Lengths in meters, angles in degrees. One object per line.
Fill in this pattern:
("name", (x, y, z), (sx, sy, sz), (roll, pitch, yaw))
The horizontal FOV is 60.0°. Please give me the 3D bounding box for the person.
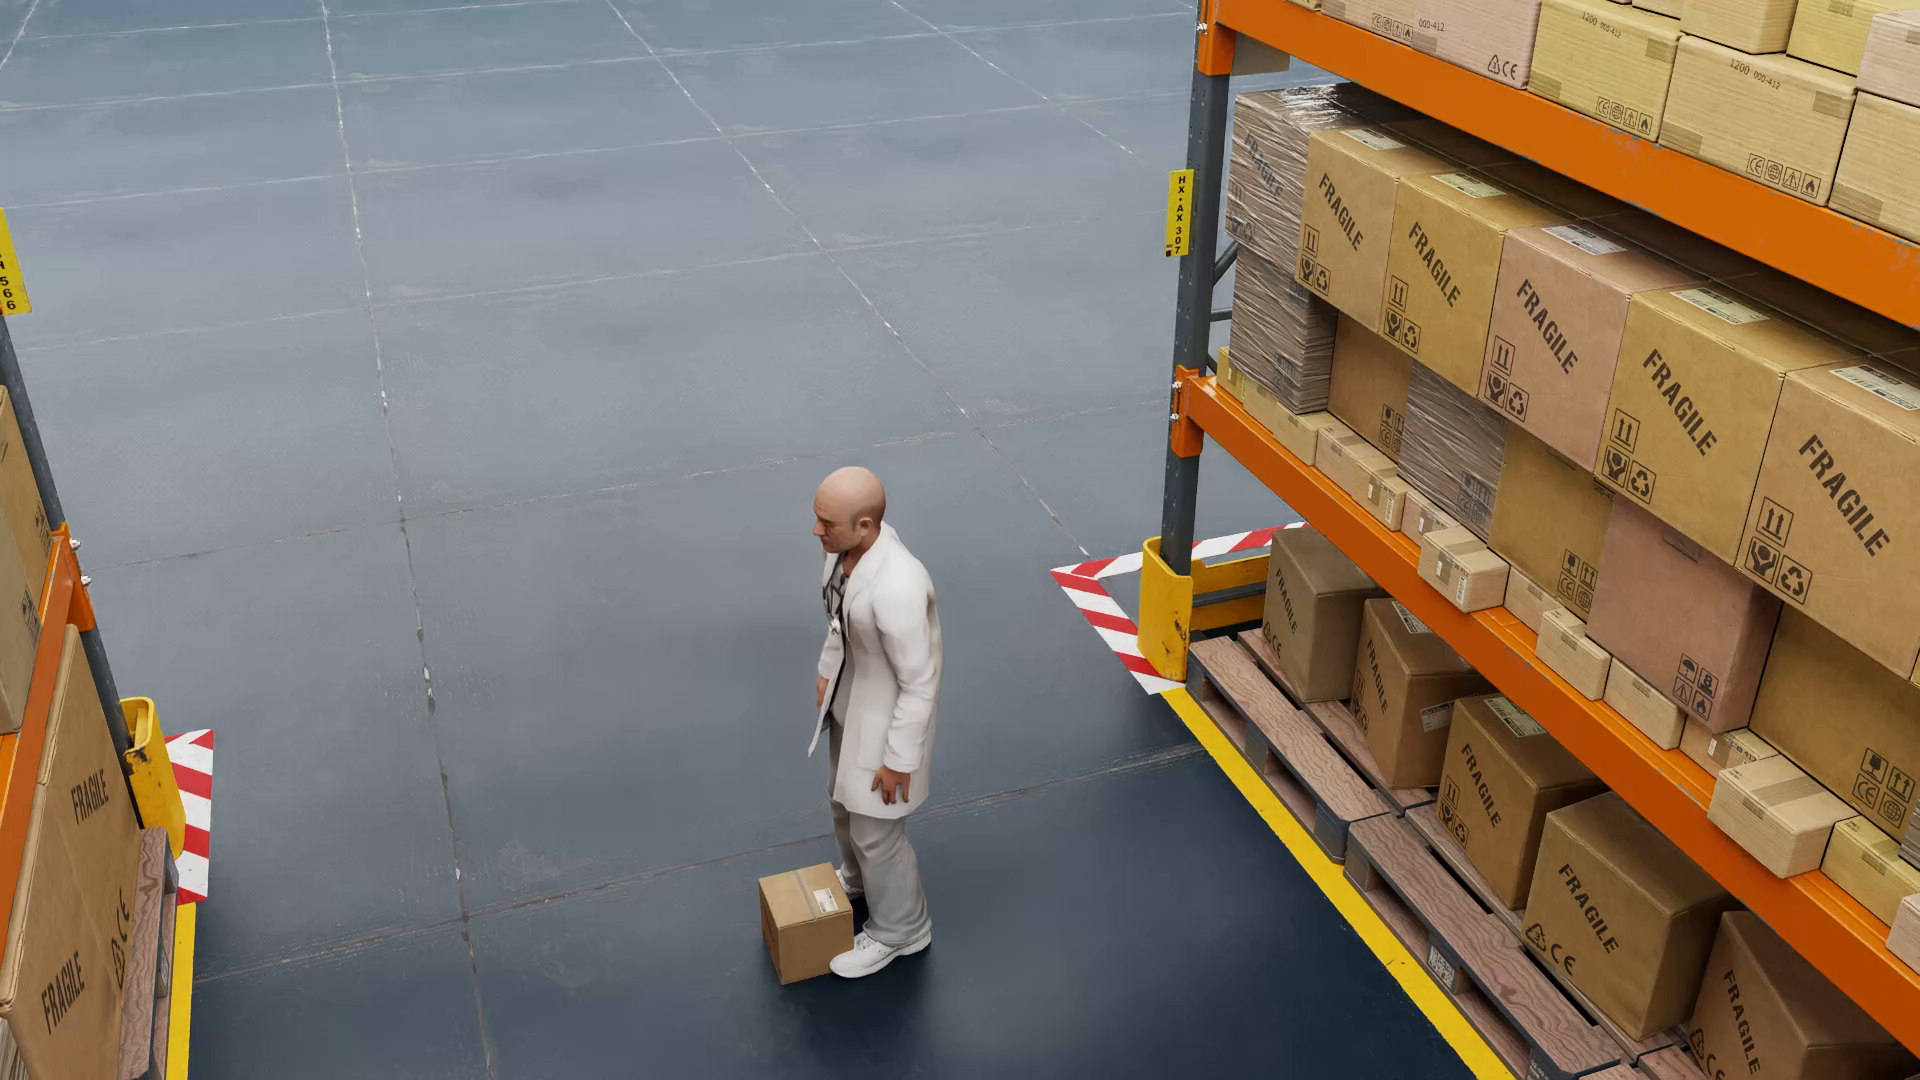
("person", (-0.278, 0.555, 5.161), (0.426, 1.773, 0.652), (-12, 32, -20))
